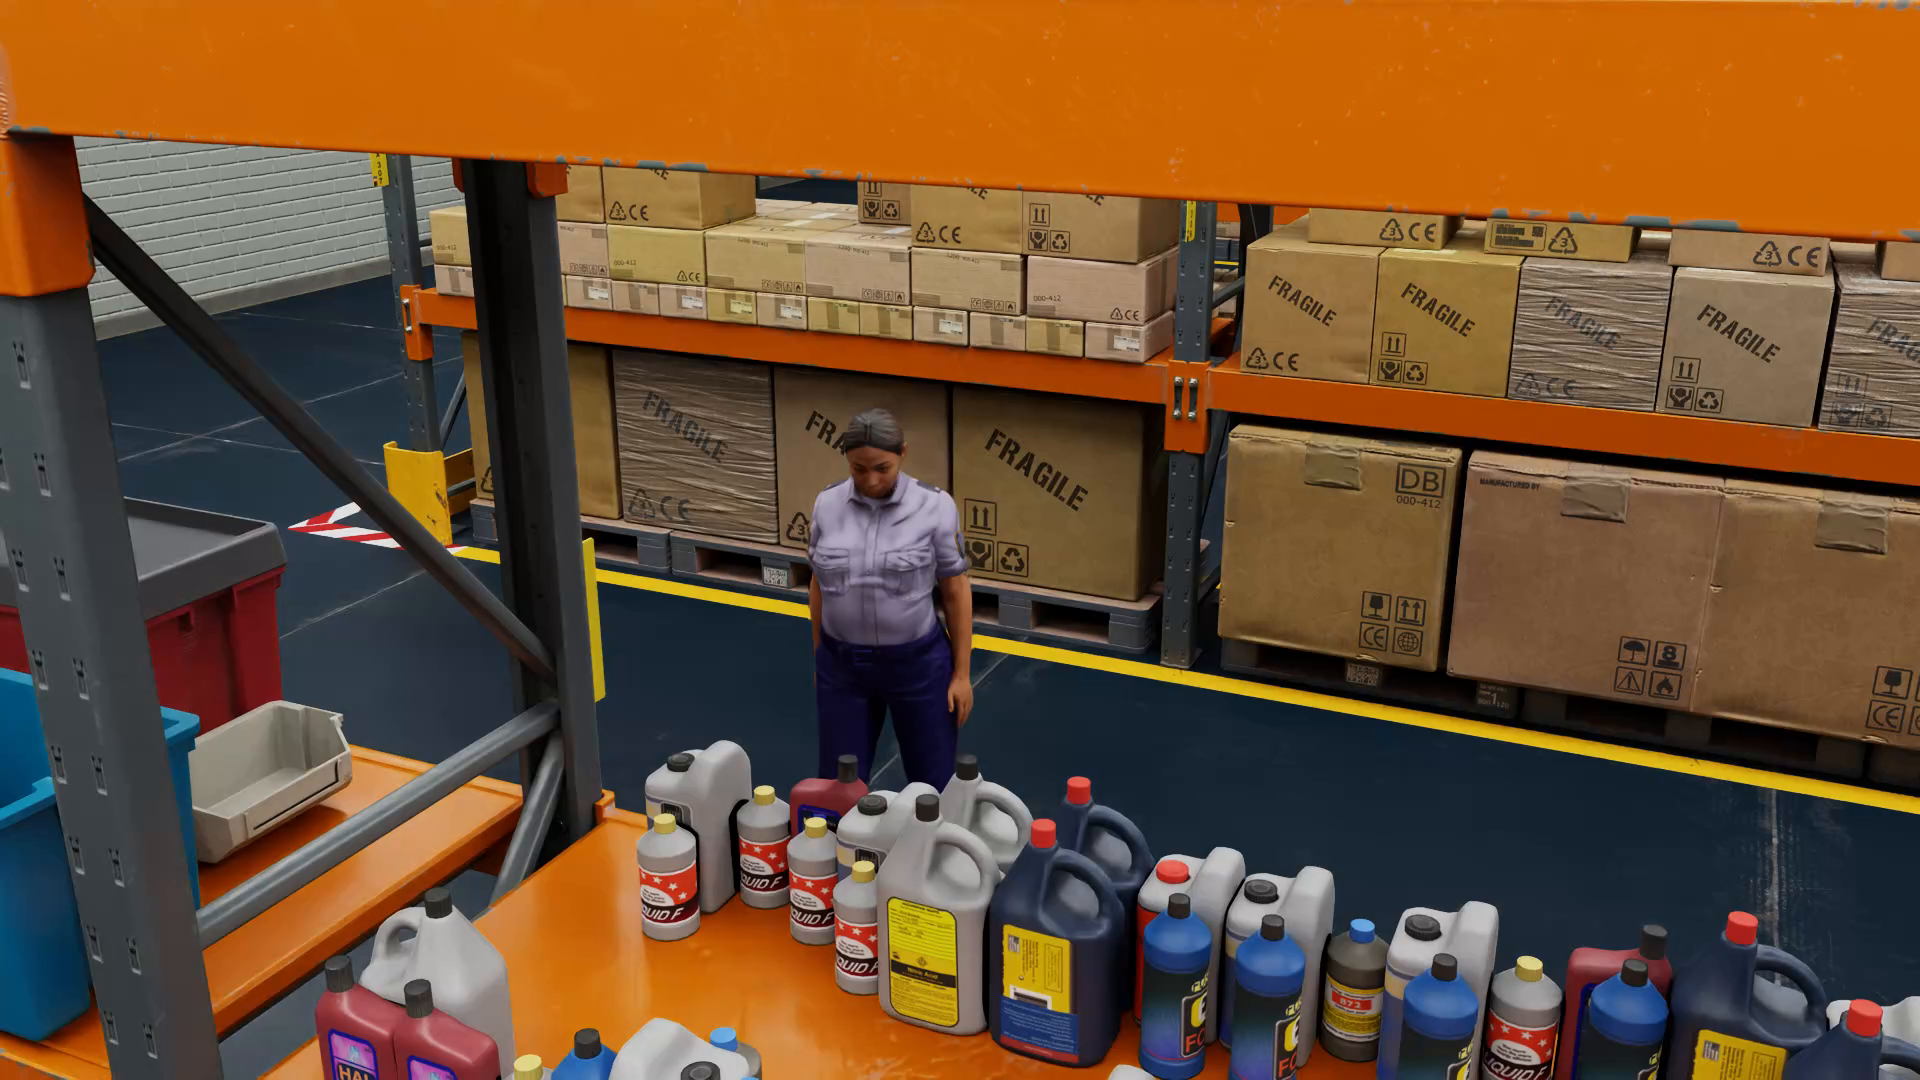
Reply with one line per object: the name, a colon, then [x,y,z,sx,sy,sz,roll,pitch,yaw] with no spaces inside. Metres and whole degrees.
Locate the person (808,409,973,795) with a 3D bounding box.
person: [-0.224,0.412,4.868,0.513,1.619,0.695,4,20,12]
